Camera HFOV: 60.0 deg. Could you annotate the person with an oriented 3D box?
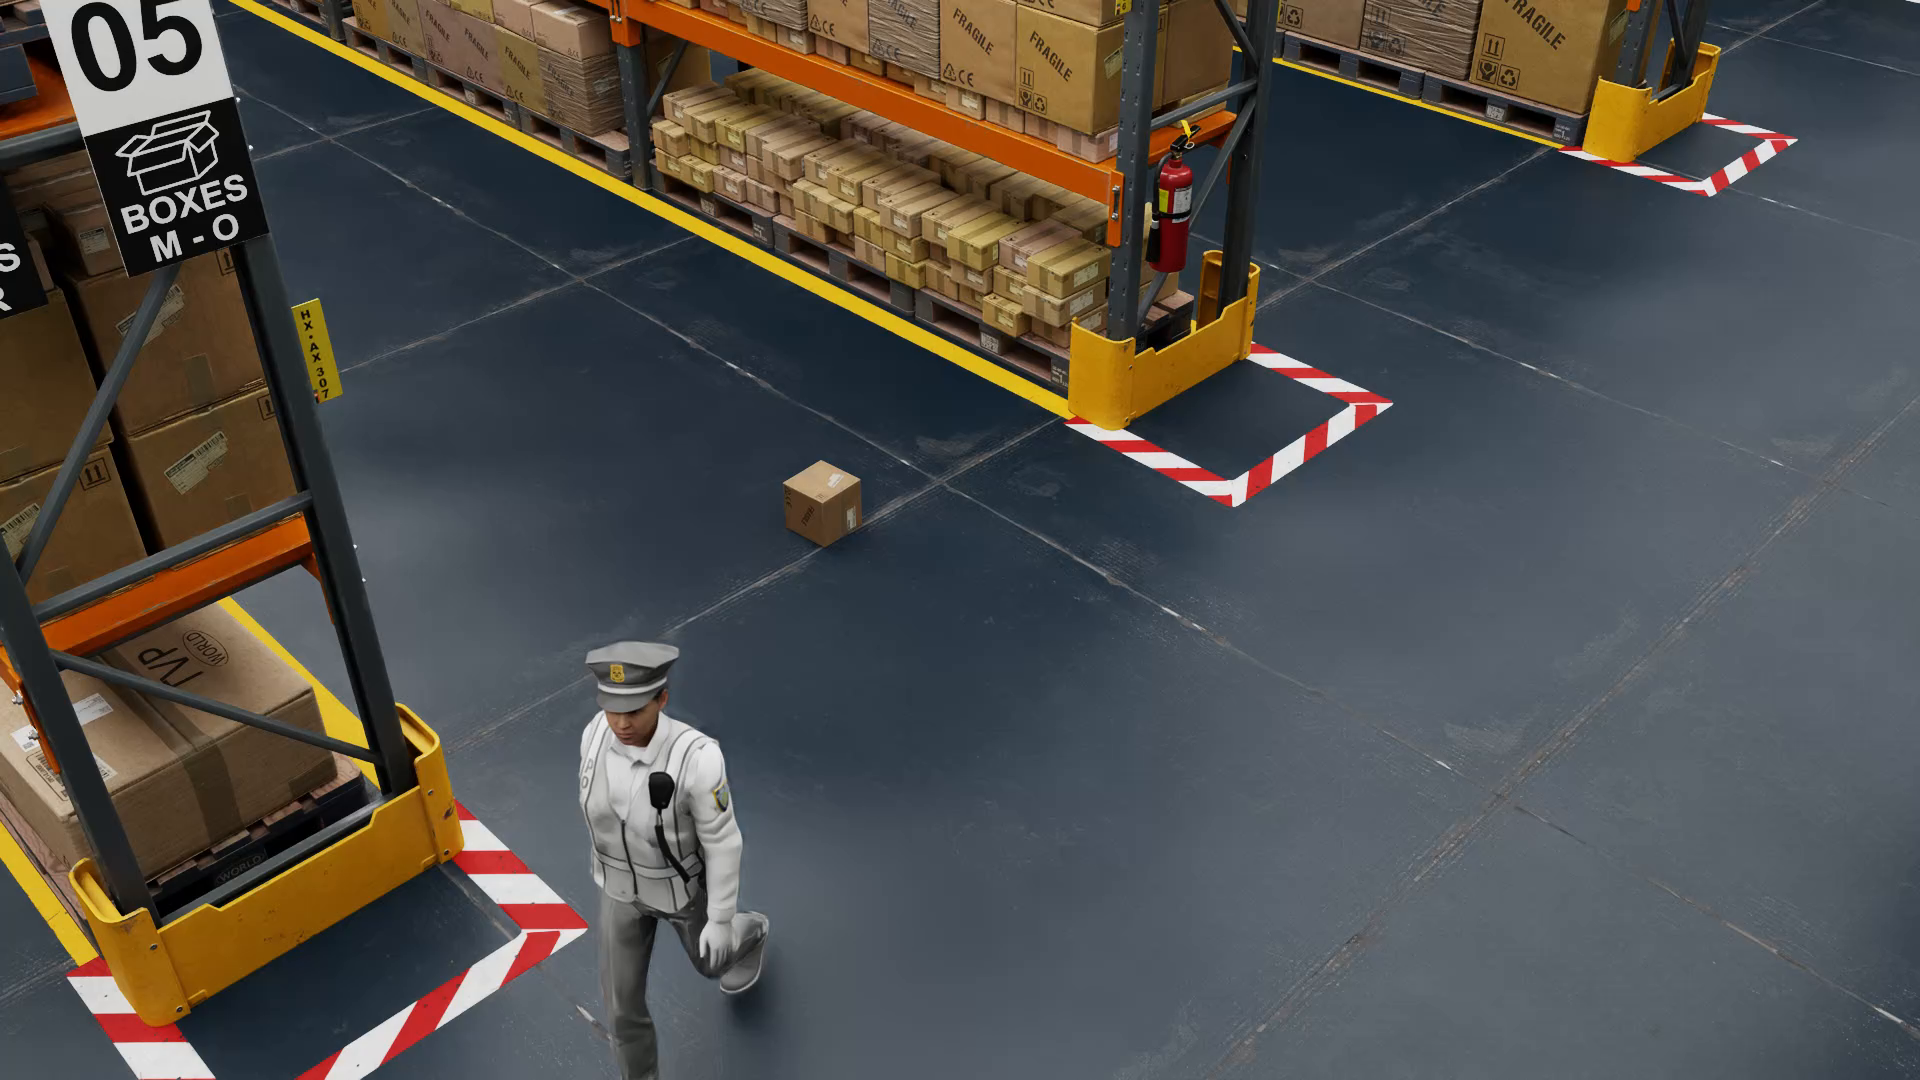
[{"bbox_3d":[-0.838,0.963,4.765,0.496,1.646,0.909,9,37,13],"label":"person"}]
